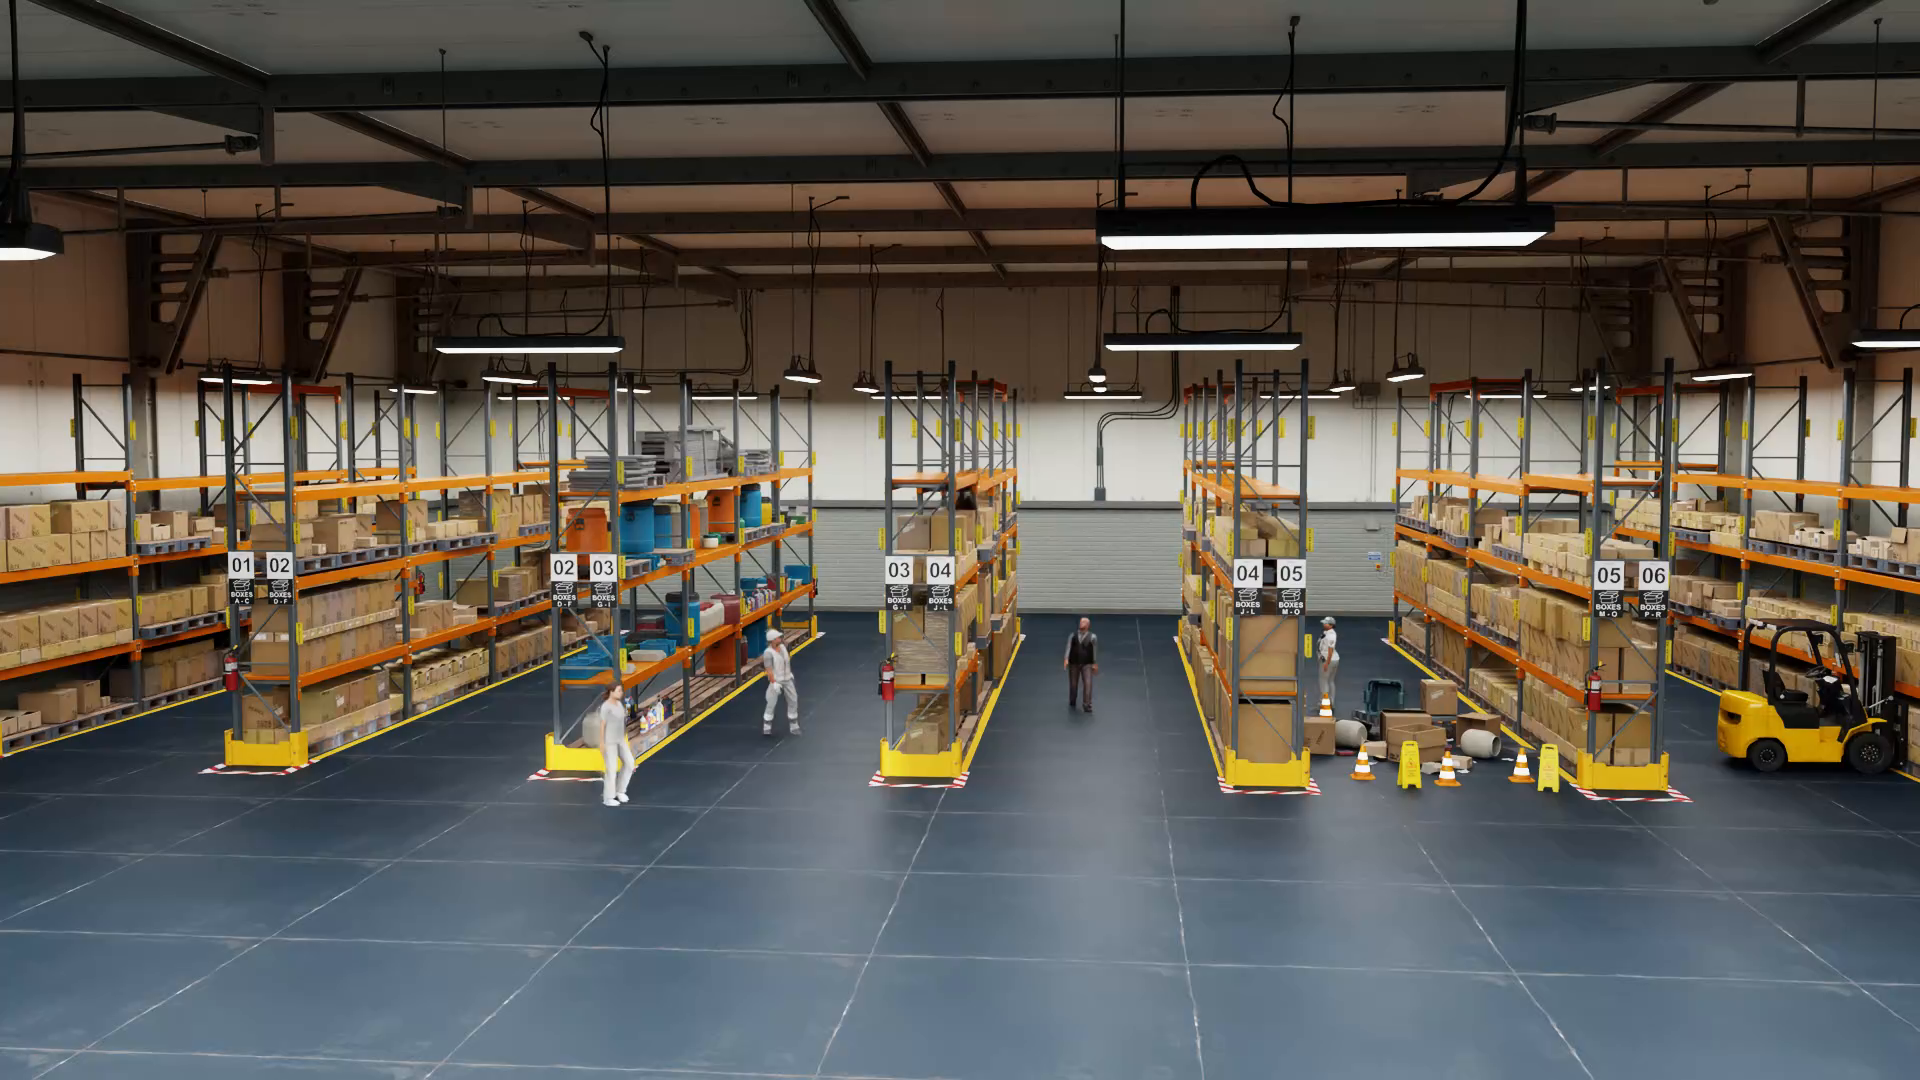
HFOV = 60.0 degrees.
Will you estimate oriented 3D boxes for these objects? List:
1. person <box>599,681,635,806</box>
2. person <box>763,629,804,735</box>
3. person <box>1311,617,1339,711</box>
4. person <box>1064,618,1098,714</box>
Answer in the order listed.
[{"bbox_3d":[-4.648,2.715,22.266,0.383,1.670,0.580,2,4,24],"label":"person"},{"bbox_3d":[-2.918,2.371,27.285,0.692,1.840,0.624,-3,5,-40],"label":"person"},{"bbox_3d":[6.592,2.216,29.922,0.433,1.671,0.543,2,4,26],"label":"person"},{"bbox_3d":[2.150,2.226,29.610,0.632,1.667,1.006,0,4,-1],"label":"person"}]
